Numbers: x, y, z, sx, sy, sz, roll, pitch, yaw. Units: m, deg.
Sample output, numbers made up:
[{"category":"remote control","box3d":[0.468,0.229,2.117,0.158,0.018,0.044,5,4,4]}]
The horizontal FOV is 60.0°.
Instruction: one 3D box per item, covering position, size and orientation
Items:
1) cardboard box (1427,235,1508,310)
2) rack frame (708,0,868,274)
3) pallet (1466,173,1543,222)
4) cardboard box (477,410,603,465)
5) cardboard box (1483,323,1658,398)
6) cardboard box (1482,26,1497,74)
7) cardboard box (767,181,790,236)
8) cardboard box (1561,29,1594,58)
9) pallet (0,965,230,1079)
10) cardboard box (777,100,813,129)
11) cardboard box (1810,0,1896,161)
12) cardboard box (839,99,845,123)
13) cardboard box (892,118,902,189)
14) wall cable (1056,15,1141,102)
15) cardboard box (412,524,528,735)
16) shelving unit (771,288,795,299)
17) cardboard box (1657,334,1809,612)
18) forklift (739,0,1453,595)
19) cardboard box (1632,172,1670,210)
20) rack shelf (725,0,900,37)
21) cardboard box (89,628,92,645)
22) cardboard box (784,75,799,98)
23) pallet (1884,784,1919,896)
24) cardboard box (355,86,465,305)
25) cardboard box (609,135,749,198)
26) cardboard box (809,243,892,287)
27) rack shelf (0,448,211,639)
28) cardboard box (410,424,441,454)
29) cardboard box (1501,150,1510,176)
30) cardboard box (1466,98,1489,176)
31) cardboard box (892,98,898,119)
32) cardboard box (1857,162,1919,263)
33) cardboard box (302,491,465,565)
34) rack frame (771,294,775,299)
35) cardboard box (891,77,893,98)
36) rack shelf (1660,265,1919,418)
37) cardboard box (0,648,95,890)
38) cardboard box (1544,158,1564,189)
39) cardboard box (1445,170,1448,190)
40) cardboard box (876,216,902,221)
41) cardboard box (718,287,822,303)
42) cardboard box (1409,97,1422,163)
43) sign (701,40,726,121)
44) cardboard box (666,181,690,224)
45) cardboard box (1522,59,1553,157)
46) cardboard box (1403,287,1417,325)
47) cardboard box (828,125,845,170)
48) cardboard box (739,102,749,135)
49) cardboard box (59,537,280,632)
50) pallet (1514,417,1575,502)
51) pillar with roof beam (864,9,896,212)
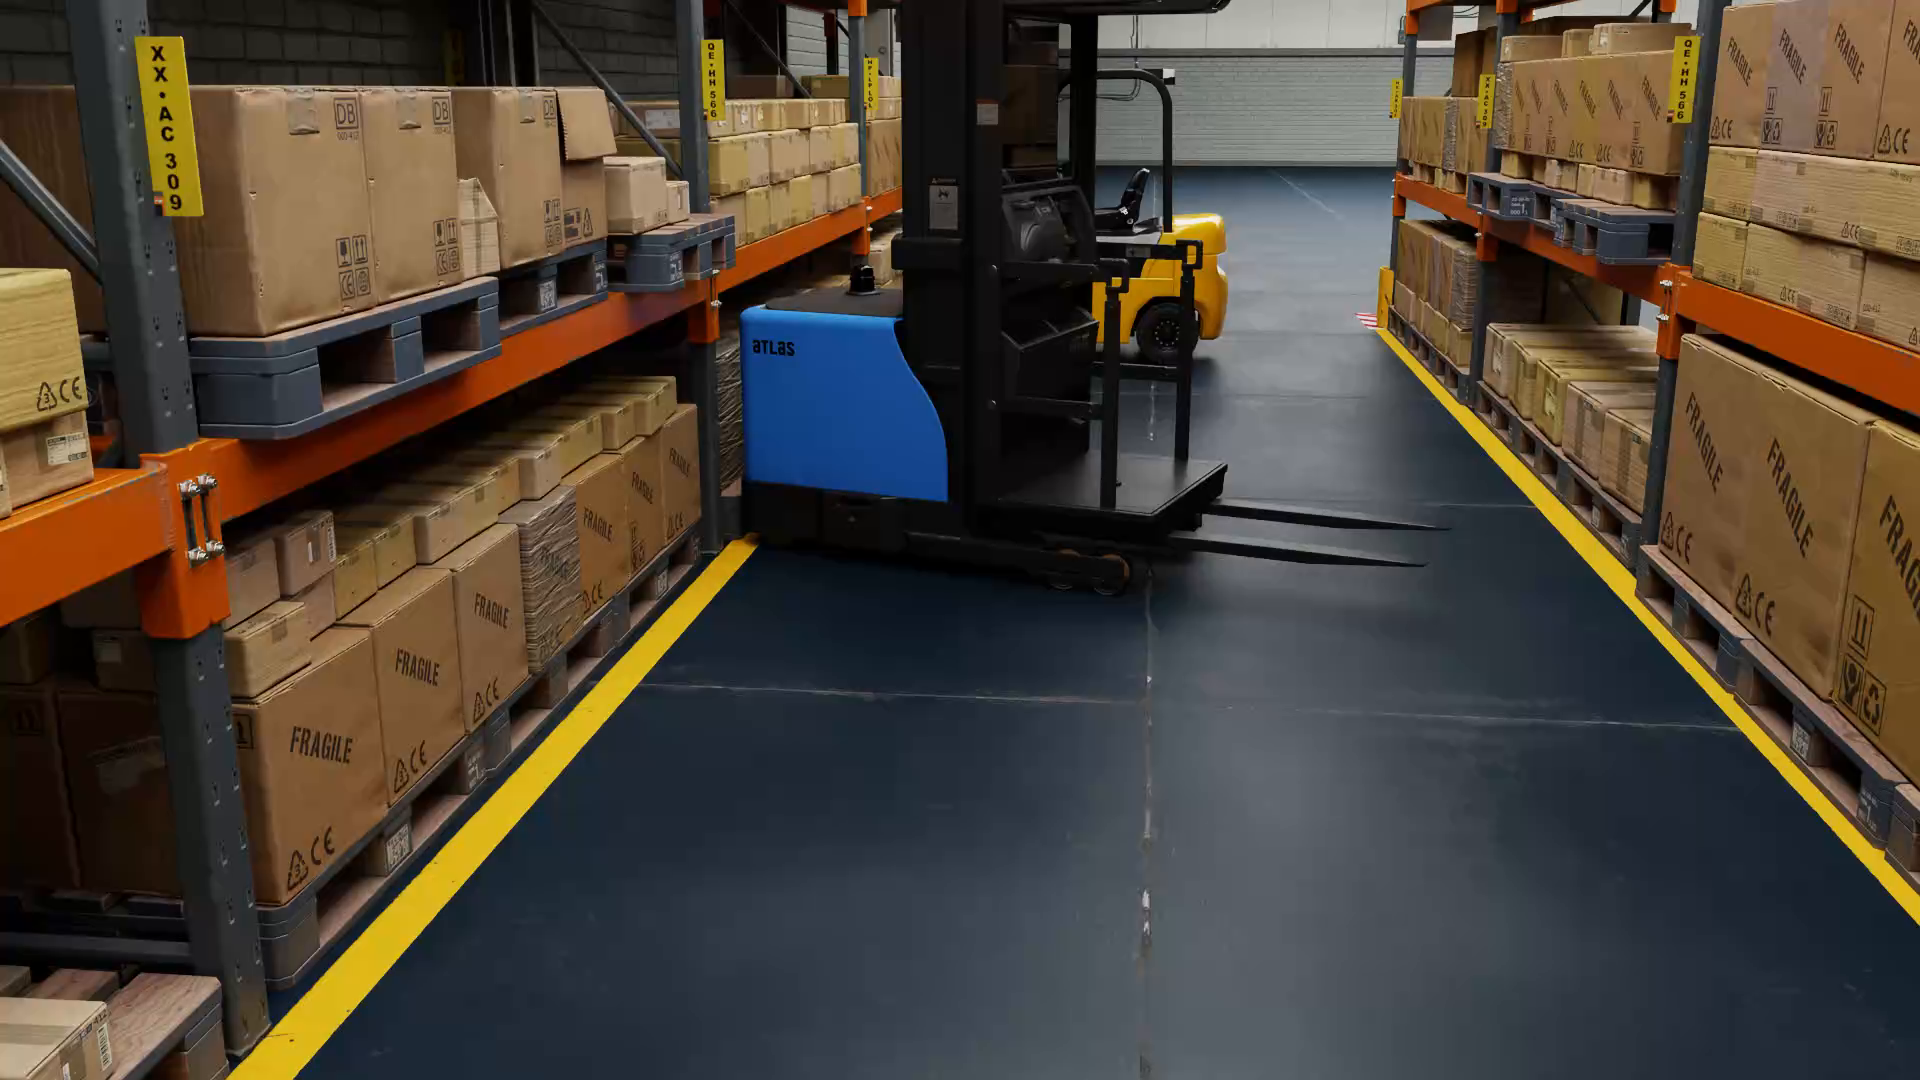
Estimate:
[{"category":"cardboard box","box3d":[3.727,-1.959,12.189,0.500,0.500,0.500,3,15,9]},{"category":"rack frame","box3d":[-1.118,-2.442,10.945,1.000,3.000,0.127,2,15,6]},{"category":"pallet","box3d":[3.584,-2.010,9.716,1.003,0.211,1.213,2,15,6]},{"category":"cardboard box","box3d":[-1.522,-0.372,6.033,0.380,0.149,0.250,2,15,8]},{"category":"cardboard box","box3d":[3.758,-1.094,10.193,0.950,0.372,0.625,2,15,7]},{"category":"cardboard box","box3d":[4.211,-3.478,12.100,0.700,0.500,0.500,2,15,6]},{"category":"cardboard box","box3d":[-1.164,-1.704,8.504,0.500,0.250,0.500,1,15,4]},{"category":"cardboard box","box3d":[3.390,-2.608,8.751,0.380,0.149,0.250,3,15,9]},{"category":"pallet","box3d":[-2.099,1.158,2.977,1.003,0.211,1.213,2,15,6]},{"category":"cardboard box","box3d":[-1.004,-2.305,9.004,0.380,0.149,0.250,1,15,5]},{"category":"cardboard box","box3d":[2.944,-1.406,5.010,0.500,0.500,0.500,2,15,8]},{"category":"cardboard box","box3d":[-0.936,-2.708,10.496,0.380,0.149,0.250,2,15,8]},{"category":"cardboard box","box3d":[-0.710,-2.864,12.316,0.500,0.500,0.500,2,15,6]},{"category":"wall cable","box3d":[3.391,-13.228,45.291,3.097,2.526,0.112,2,15,6]},{"category":"cardboard box","box3d":[-1.632,0.251,4.973,0.500,0.500,0.500,1,15,5]},{"category":"shelving unit","box3d":[-0.776,-0.706,8.250,0.215,1.050,0.252,5,17,18]},{"category":"cardboard box","box3d":[3.203,-0.259,6.140,0.875,0.875,0.875,2,15,6]},{"category":"forklift","box3d":[0.569,-1.346,7.026,3.031,2.935,1.130,7,17,24]},{"category":"cardboard box","box3d":[3.125,-1.504,7.154,0.380,0.149,0.250,2,15,7]},{"category":"rack shelf","box3d":[-0.892,-4.061,12.566,1.077,0.370,4.000,2,15,6]},{"category":"cardboard box","box3d":[-2.241,0.152,4.096,0.380,0.149,0.250,2,15,6]},{"category":"cardboard box","box3d":[-1.313,-3.102,11.384,0.380,0.149,0.250,1,15,5]},{"category":"pallet","box3d":[2.924,0.922,3.847,1.003,0.211,1.213,2,15,6]},{"category":"cardboard box","box3d":[-1.686,-0.871,4.140,0.700,0.500,0.500,2,15,7]},{"category":"cardboard box","box3d":[-1.252,-1.680,7.459,0.500,0.250,0.500,2,15,6]},{"category":"cardboard box","box3d":[-0.752,-1.916,11.548,0.500,0.250,0.500,1,15,5]},{"category":"rack shelf","box3d":[-2.246,0.499,1.447,1.077,0.370,4.000,2,15,6]},{"category":"cardboard box","box3d":[-2.047,-0.315,5.823,0.380,0.149,0.250,1,15,5]},{"category":"cardboard box","box3d":[3.438,-2.244,9.890,0.380,0.149,0.250,2,15,7]},{"category":"cardboard box","box3d":[3.617,-2.611,10.809,0.500,0.500,0.500,1,15,5]},{"category":"cardboard box","box3d":[-0.659,-3.143,12.106,0.380,0.149,0.250,2,15,6]},{"category":"cardboard box","box3d":[2.862,-0.910,4.609,0.500,0.250,0.500,2,15,7]},{"category":"cardboard box","box3d":[-1.661,-0.037,4.795,0.380,0.149,0.250,2,15,6]},{"category":"rack frame","box3d":[-0.815,-0.675,8.139,0.200,1.050,0.008,5,17,18]},{"category":"cardboard box","box3d":[-0.694,-3.289,12.076,0.380,0.149,0.250,1,15,5]},{"category":"rack shelf","box3d":[3.137,-0.393,4.747,1.077,0.370,4.000,2,15,6]},{"category":"cardboard box","box3d":[-2.259,0.501,4.046,0.500,0.500,0.500,2,15,6]},{"category":"cardboard box","box3d":[3.263,-1.907,8.643,0.380,0.149,0.250,2,15,8]},{"category":"cardboard box","box3d":[3.718,-2.597,11.999,0.380,0.149,0.250,1,15,5]},{"category":"cardboard box","box3d":[-0.461,-2.576,13.989,0.500,0.250,0.500,2,15,7]},{"category":"cardboard box","box3d":[-1.261,-1.161,9.955,0.875,0.625,0.625,2,15,6]},{"category":"cardboard box","box3d":[3.881,-3.277,13.271,0.500,0.500,0.500,2,15,8]},{"category":"sign","box3d":[-1.029,-1.911,6.918,0.100,0.325,0.005,2,15,6]},{"category":"cardboard box","box3d":[-1.262,-1.304,6.415,0.380,0.149,0.250,2,15,7]},{"category":"cardboard box","box3d":[3.351,-2.320,8.930,0.500,0.500,0.500,2,15,6]},{"category":"cardboard box","box3d":[3.835,-1.876,13.316,0.500,0.250,0.500,2,15,8]},{"category":"cardboard box","box3d":[-0.970,-2.342,9.906,0.500,0.250,0.500,1,15,5]},{"category":"cardboard box","box3d":[-1.208,-1.976,7.790,0.380,0.149,0.250,2,15,8]},{"category":"cardboard box","box3d":[-1.776,0.093,3.741,0.380,0.149,0.250,1,15,5]},{"category":"pallet","box3d":[3.593,-0.431,8.852,1.003,0.211,1.213,2,15,6]},{"category":"pillar with roof beam","box3d":[3.314,-7.650,18.715,9.100,9.000,0.400,2,15,6]}]
